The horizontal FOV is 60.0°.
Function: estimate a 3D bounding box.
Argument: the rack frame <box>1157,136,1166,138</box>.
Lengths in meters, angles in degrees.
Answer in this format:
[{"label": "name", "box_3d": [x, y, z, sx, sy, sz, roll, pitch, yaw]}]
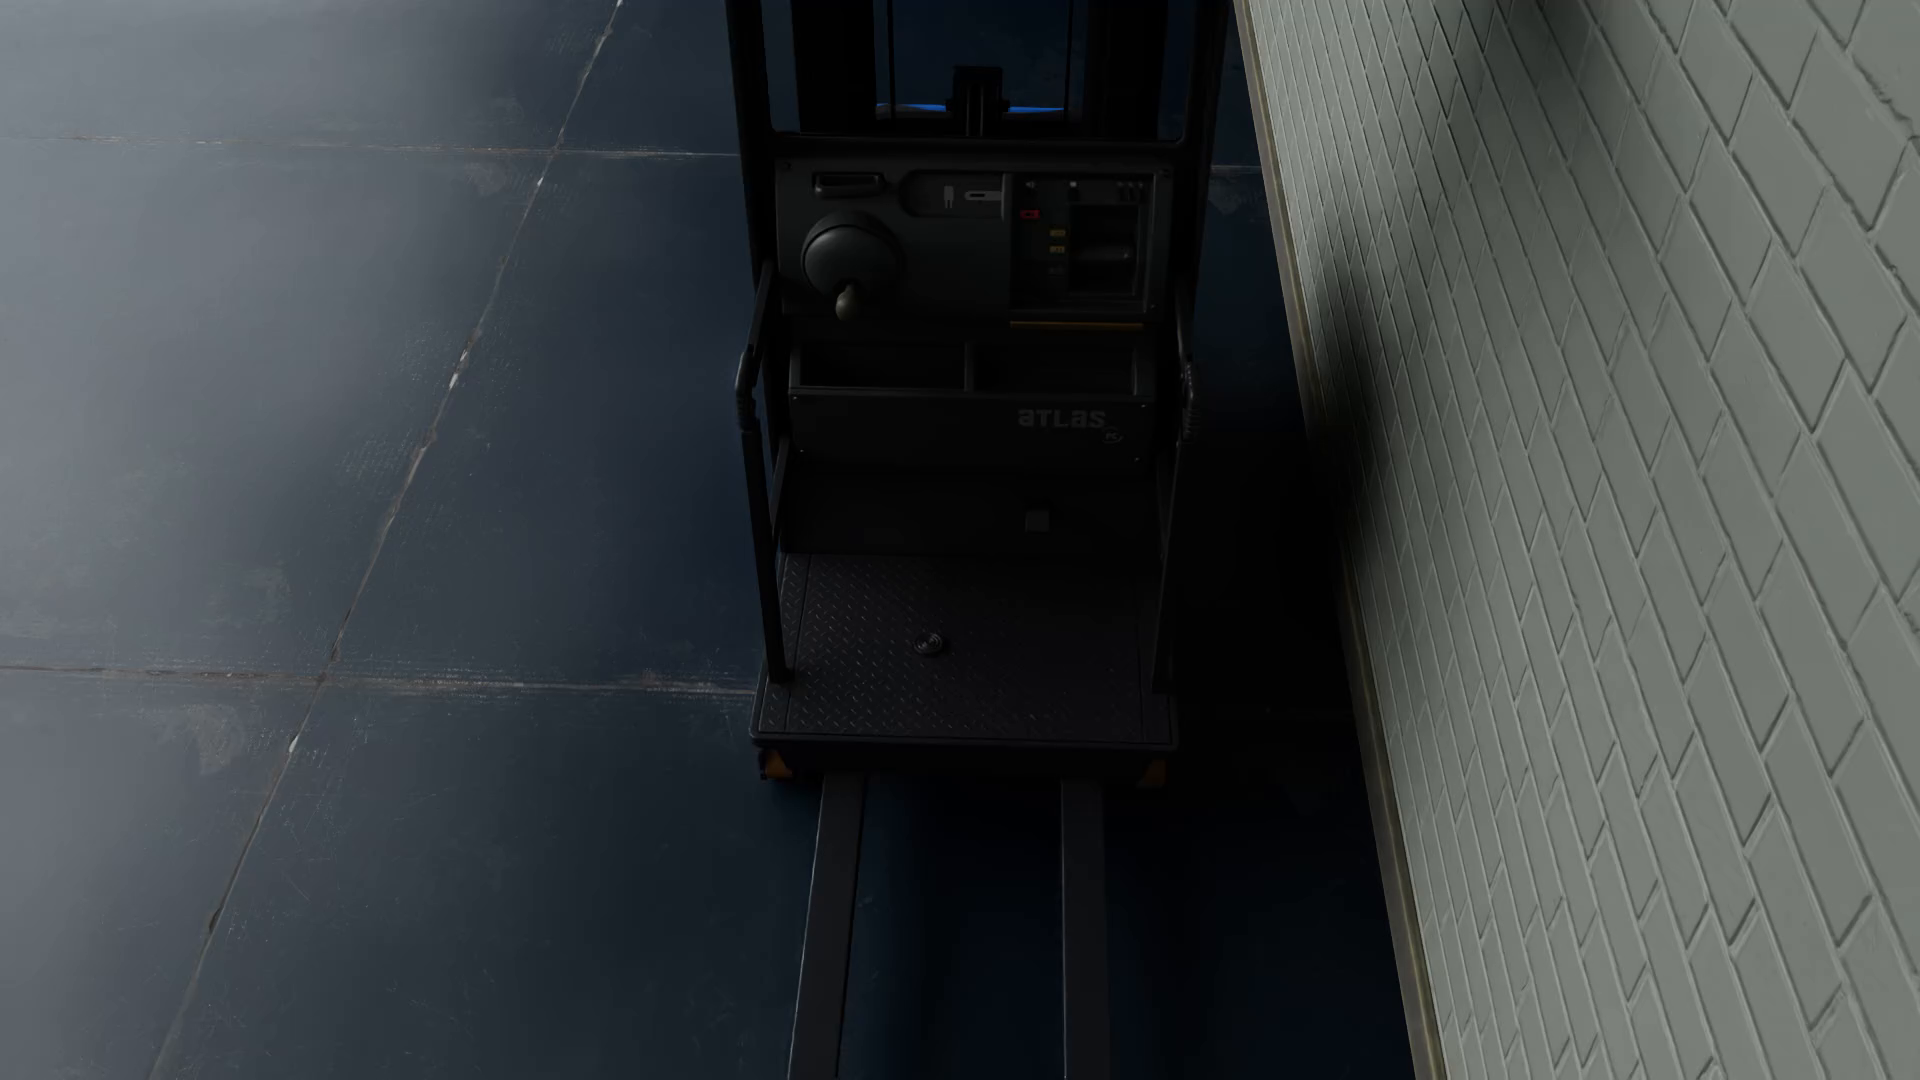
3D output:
[{"label": "rack frame", "box_3d": [0.669, -1.025, 5.690, 0.240, 0.900, 0.006, 13, 44, 14]}]

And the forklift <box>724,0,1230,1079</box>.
[{"label": "forklift", "box_3d": [0.027, -0.623, 3.768, 1.130, 2.935, 3.031, 1, 43, 2]}]

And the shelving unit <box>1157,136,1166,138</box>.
[{"label": "shelving unit", "box_3d": [0.636, -0.960, 5.619, 0.258, 0.900, 0.210, 13, 44, 14]}]
